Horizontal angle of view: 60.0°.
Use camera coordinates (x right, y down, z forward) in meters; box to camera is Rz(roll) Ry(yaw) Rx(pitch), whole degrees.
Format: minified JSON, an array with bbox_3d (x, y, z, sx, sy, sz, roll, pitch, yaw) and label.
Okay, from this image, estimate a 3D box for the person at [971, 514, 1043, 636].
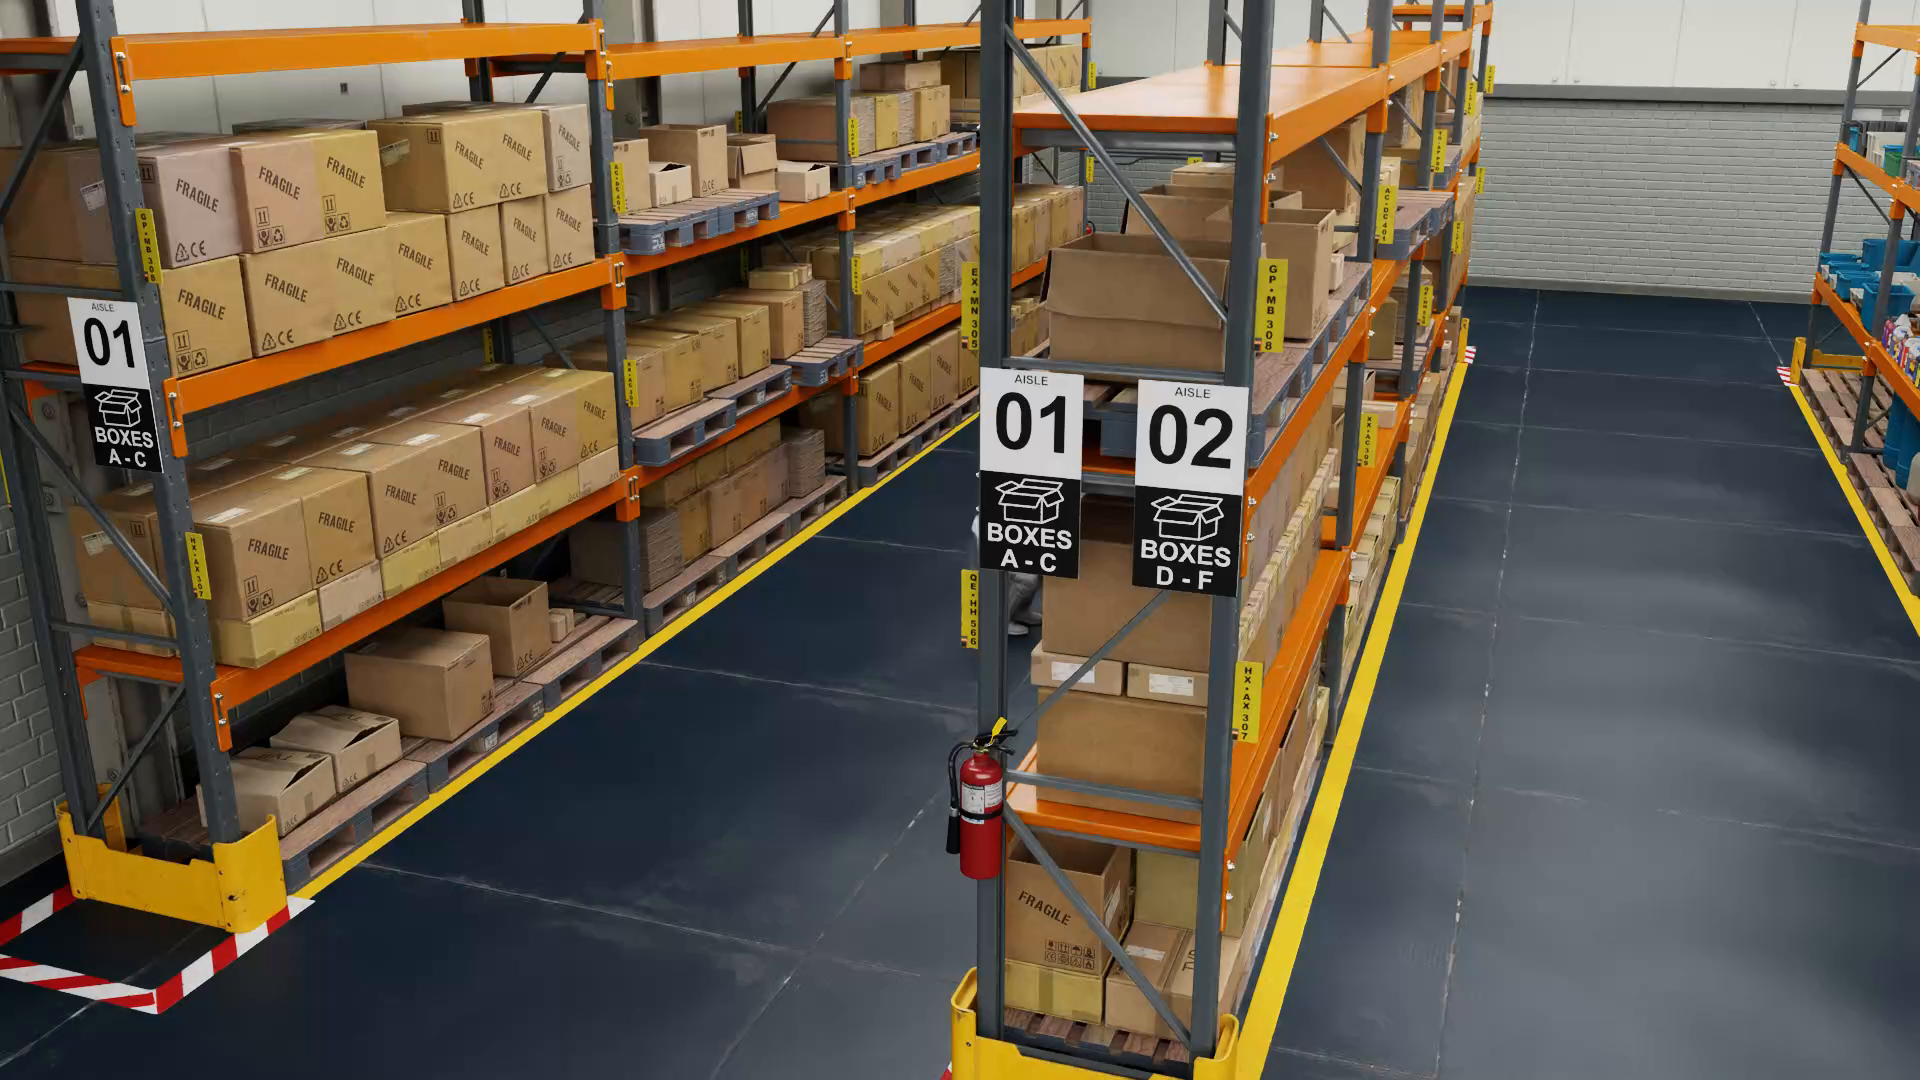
[{"bbox_3d":[0.589,0.192,12.178,0.996,0.988,0.495,5,19,16],"label":"person"}]
